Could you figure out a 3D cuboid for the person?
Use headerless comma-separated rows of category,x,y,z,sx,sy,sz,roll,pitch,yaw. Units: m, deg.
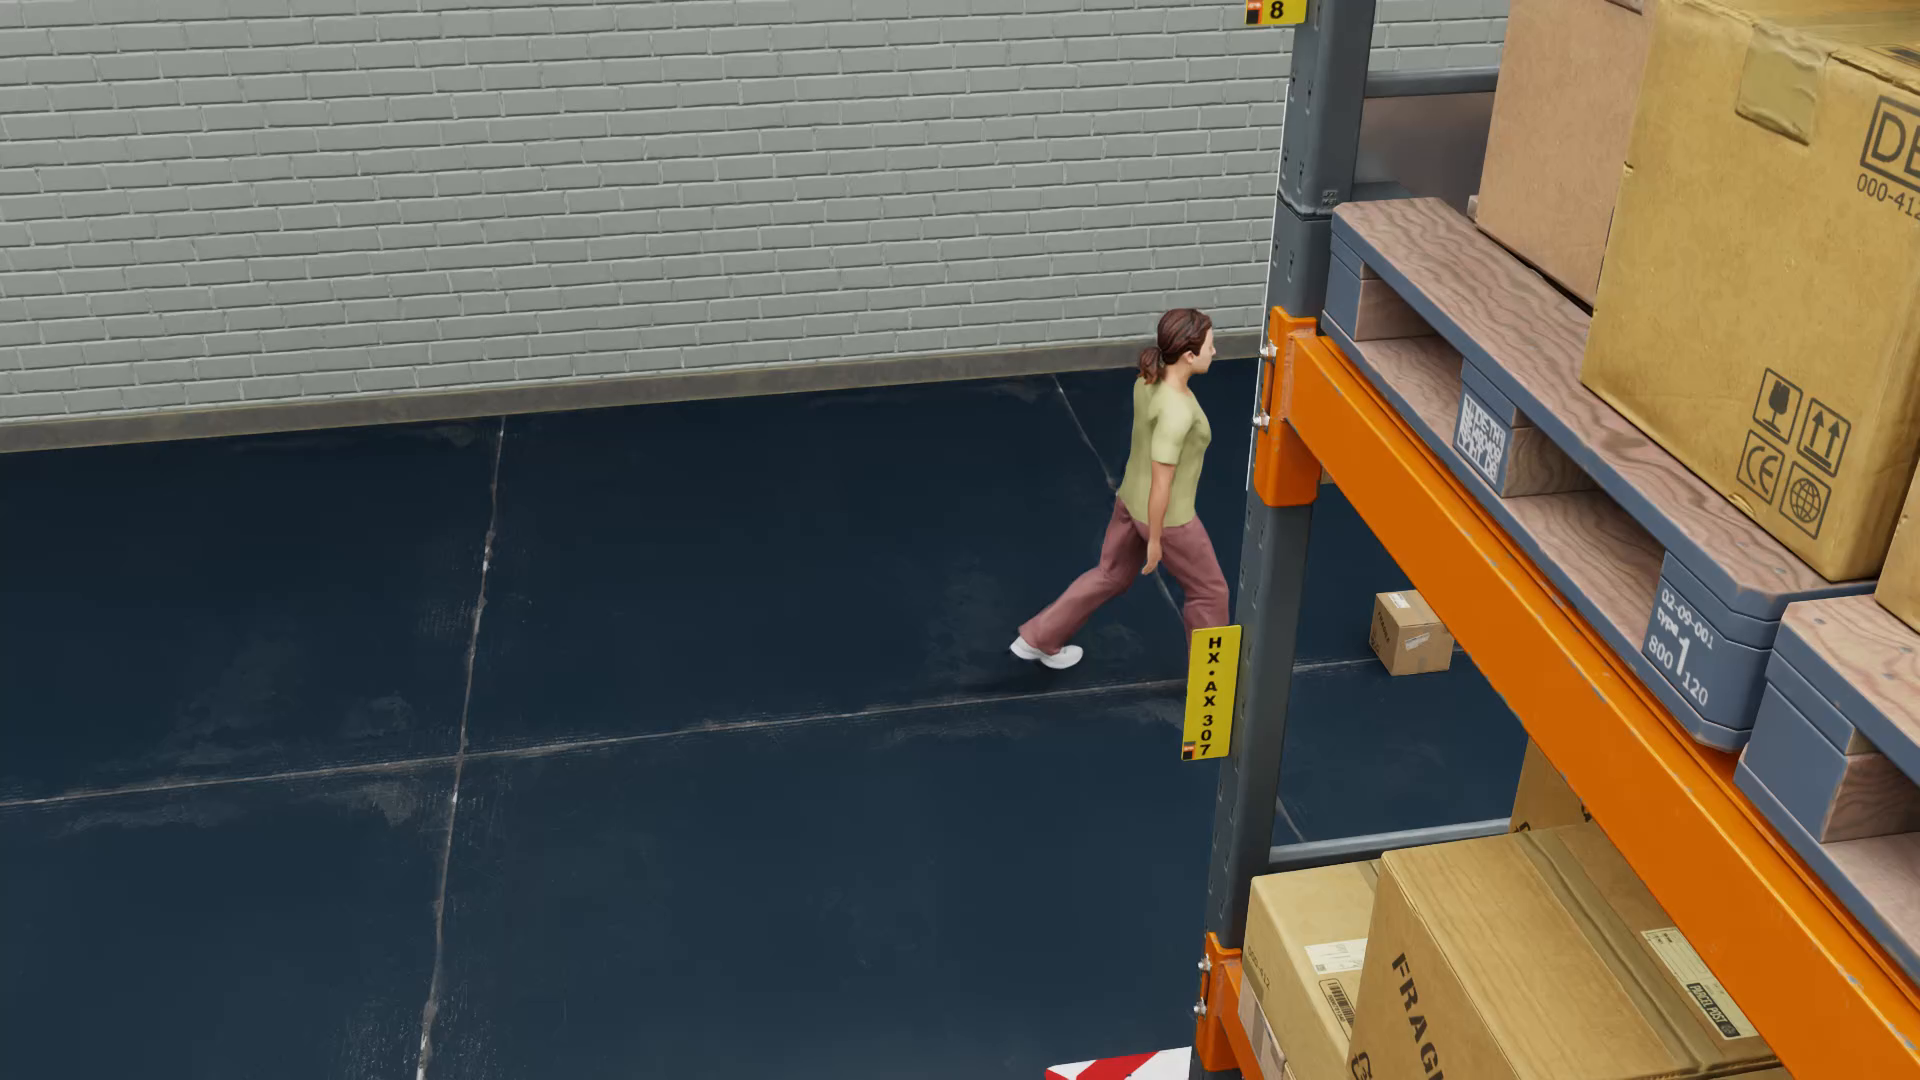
person,0.727,-0.114,6.339,1.015,1.631,0.466,-7,32,-12
